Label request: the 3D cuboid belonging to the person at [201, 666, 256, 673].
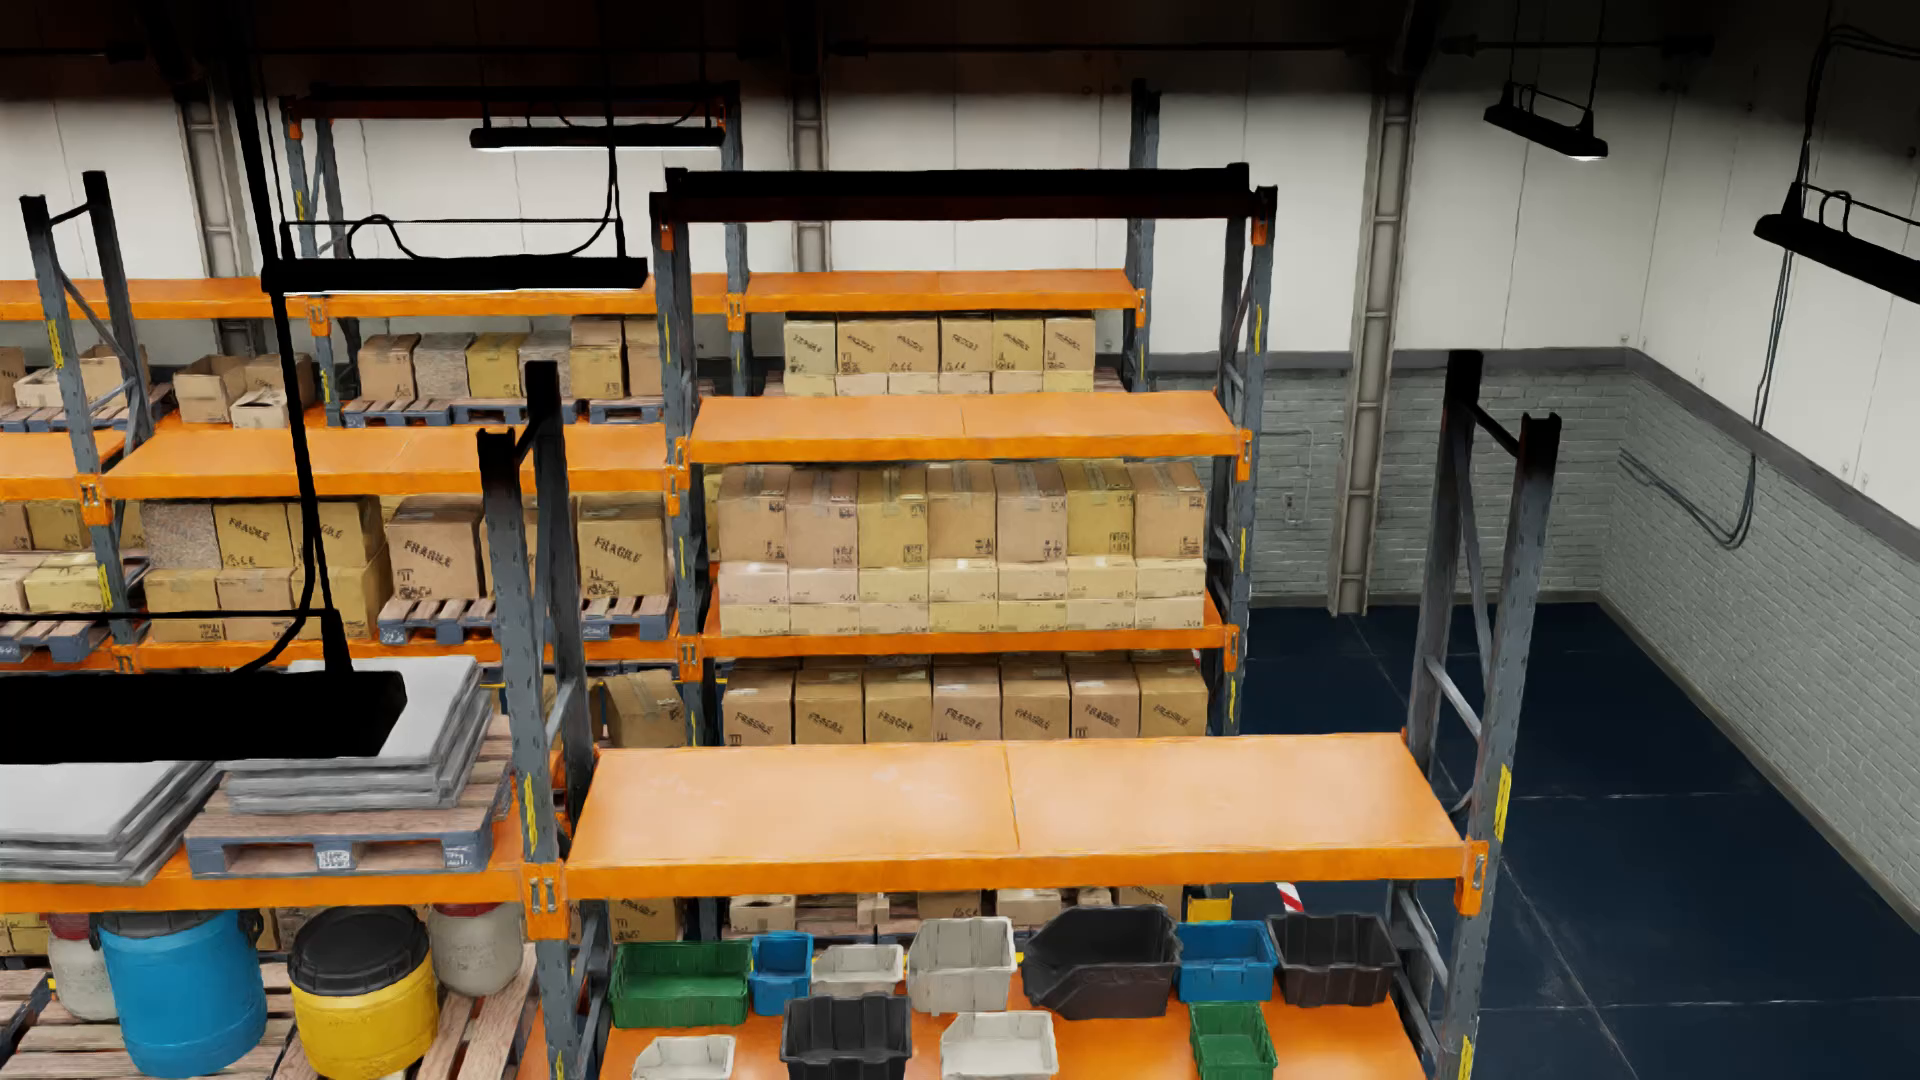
[{"bbox_3d":[-6.687,1.486,15.184,1.044,1.736,0.567,-1,22,-3],"label":"person"}]
